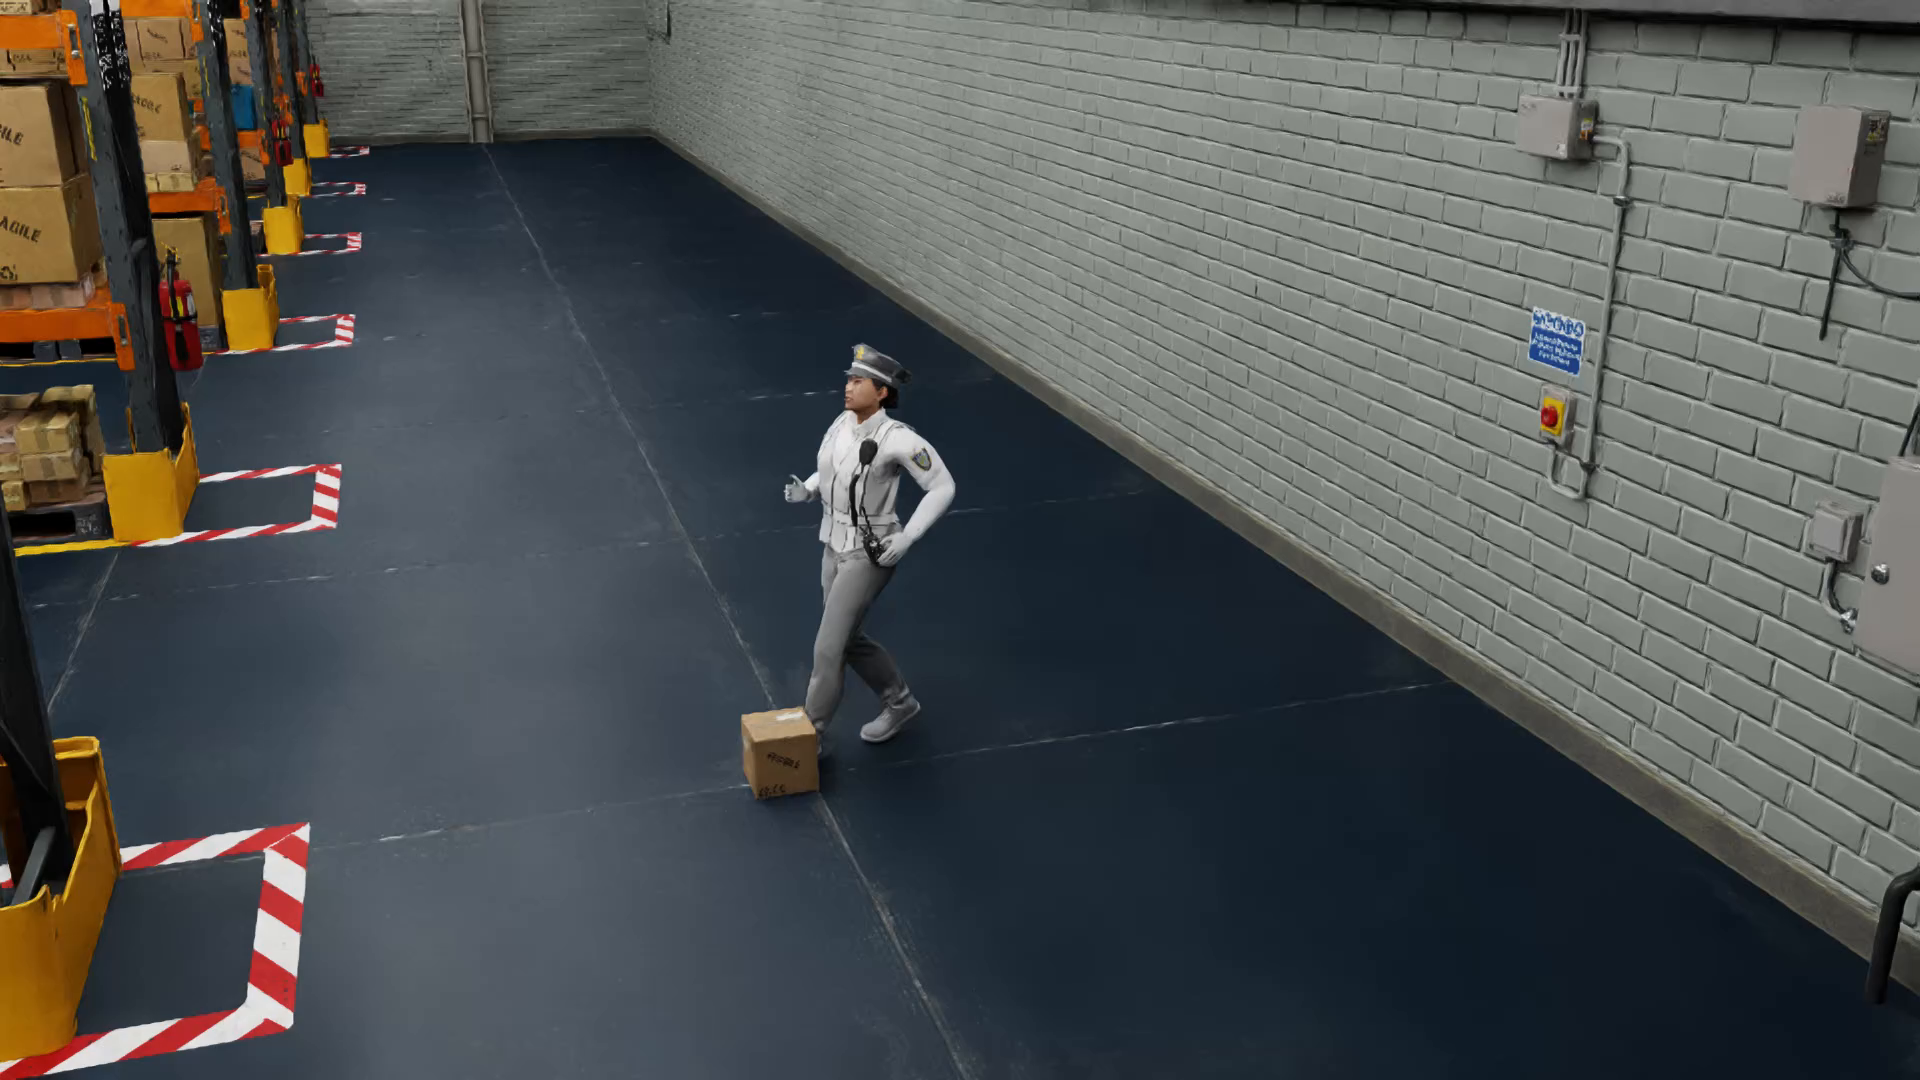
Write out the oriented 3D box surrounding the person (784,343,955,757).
[{"bbox_3d":[-0.489,0.068,6.568,0.789,1.686,0.572,-10,22,-27],"label":"person"}]
